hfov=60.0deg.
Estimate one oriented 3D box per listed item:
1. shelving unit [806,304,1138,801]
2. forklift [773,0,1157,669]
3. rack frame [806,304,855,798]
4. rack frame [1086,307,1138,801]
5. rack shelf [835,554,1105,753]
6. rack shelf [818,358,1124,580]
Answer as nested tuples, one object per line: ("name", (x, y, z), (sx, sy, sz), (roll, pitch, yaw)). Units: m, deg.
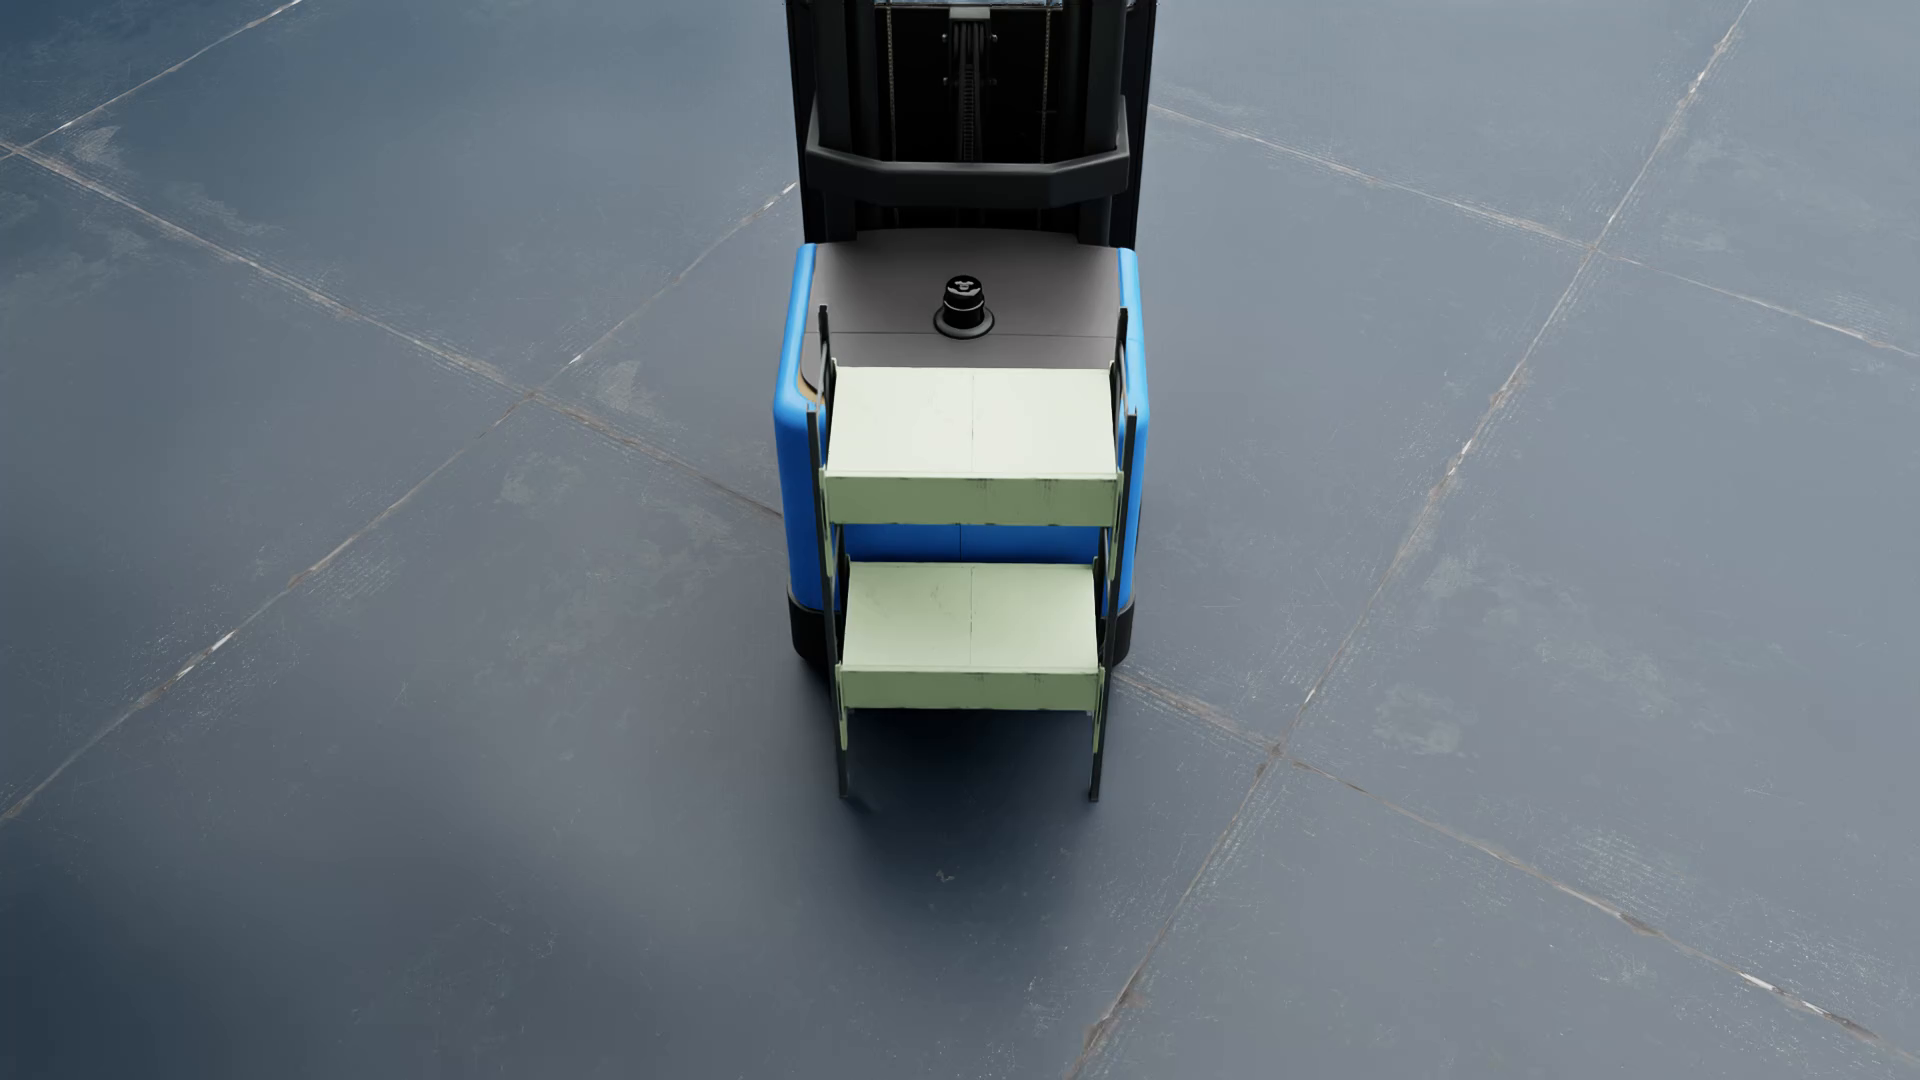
("shelving unit", (0.029, 0.093, 4.457), (0.755, 1.500, 0.431), (1, 46, 1))
("forklift", (0.039, -1.664, 5.167), (1.130, 2.935, 3.031), (1, 46, 1))
("rack frame", (-0.337, 0.089, 4.461), (0.023, 1.500, 0.400), (1, 46, 1))
("rack frame", (0.395, 0.097, 4.453), (0.023, 1.500, 0.400), (1, 46, 1))
("rack shelf", (0.029, 0.320, 4.691), (0.720, 0.370, 0.431), (1, 46, 1))
("rack shelf", (0.029, -0.179, 4.177), (0.720, 0.370, 0.431), (1, 46, 1))
